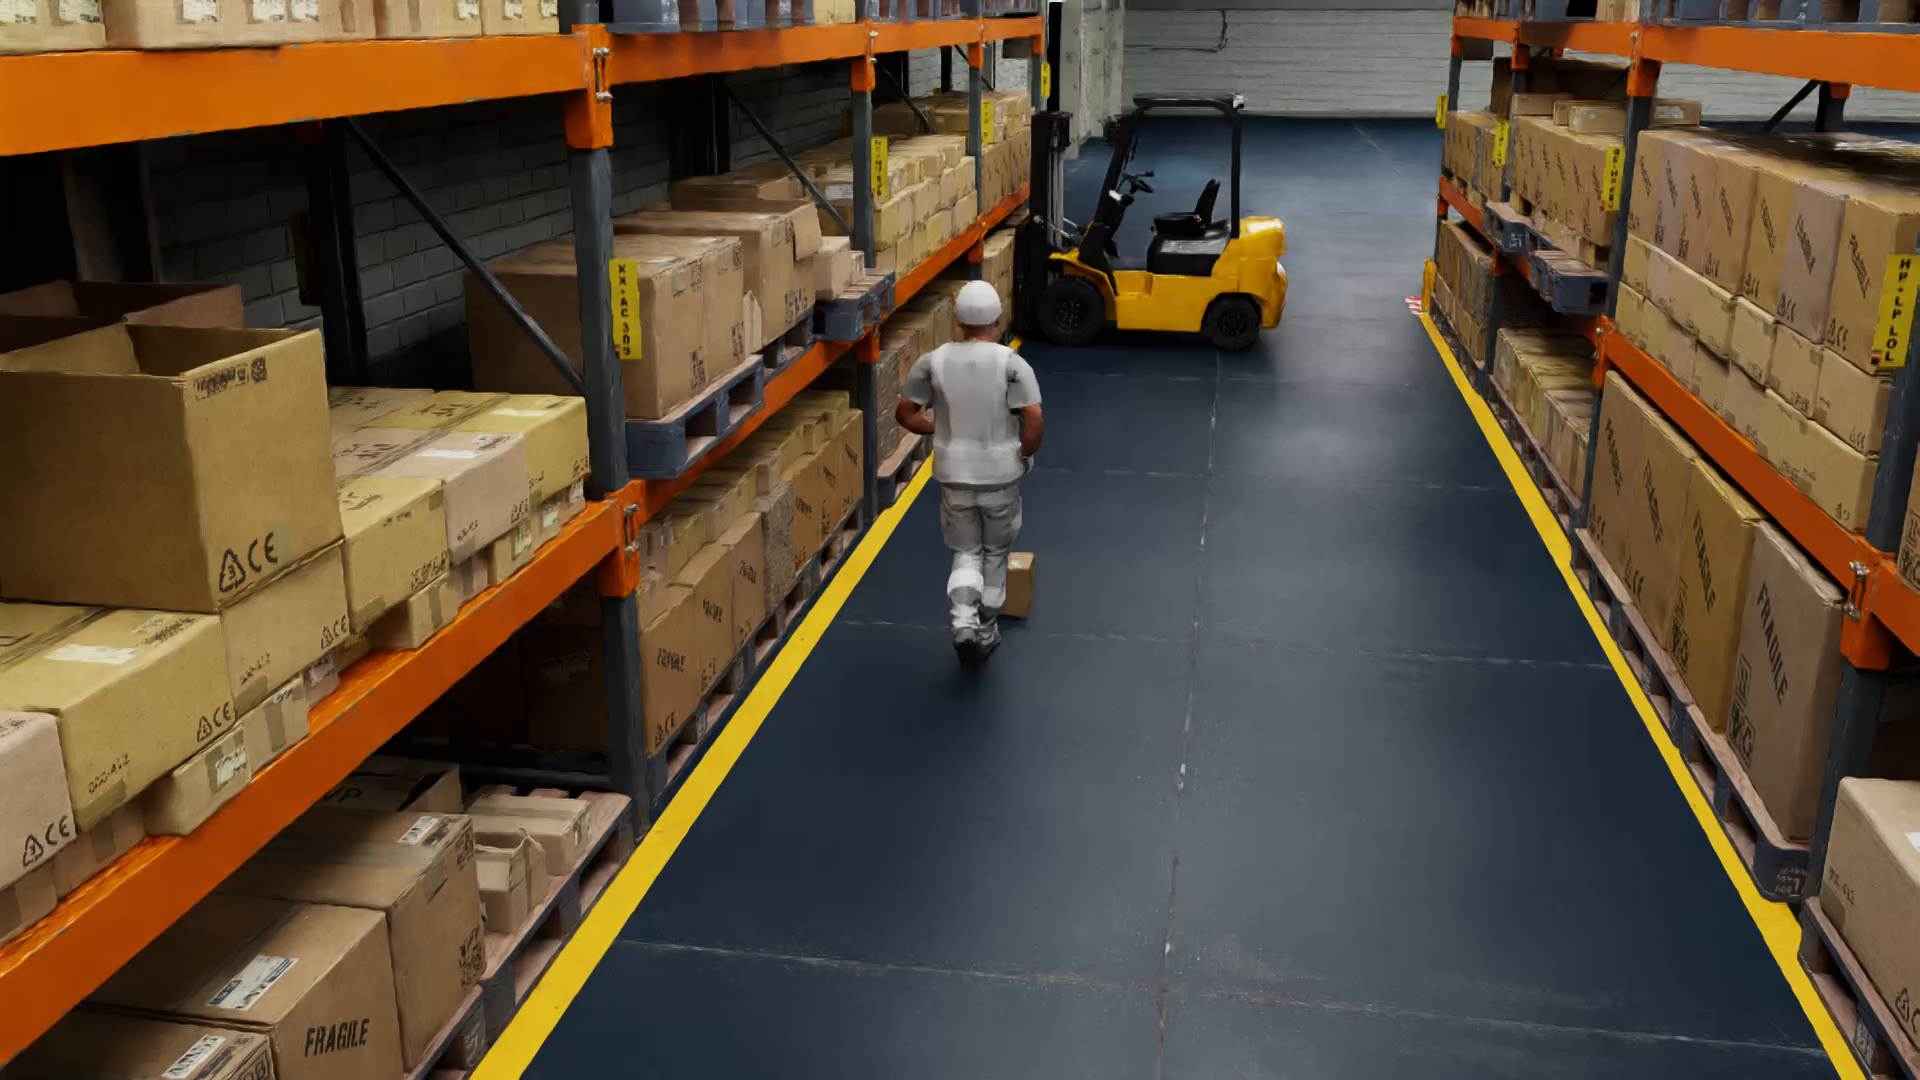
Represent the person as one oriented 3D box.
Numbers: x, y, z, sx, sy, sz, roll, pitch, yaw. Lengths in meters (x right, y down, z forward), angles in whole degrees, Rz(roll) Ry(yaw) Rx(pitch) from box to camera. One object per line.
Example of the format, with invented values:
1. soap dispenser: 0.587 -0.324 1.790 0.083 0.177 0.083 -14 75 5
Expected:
1. person: 0.058 -0.270 7.363 0.669 1.770 0.772 3 18 10
